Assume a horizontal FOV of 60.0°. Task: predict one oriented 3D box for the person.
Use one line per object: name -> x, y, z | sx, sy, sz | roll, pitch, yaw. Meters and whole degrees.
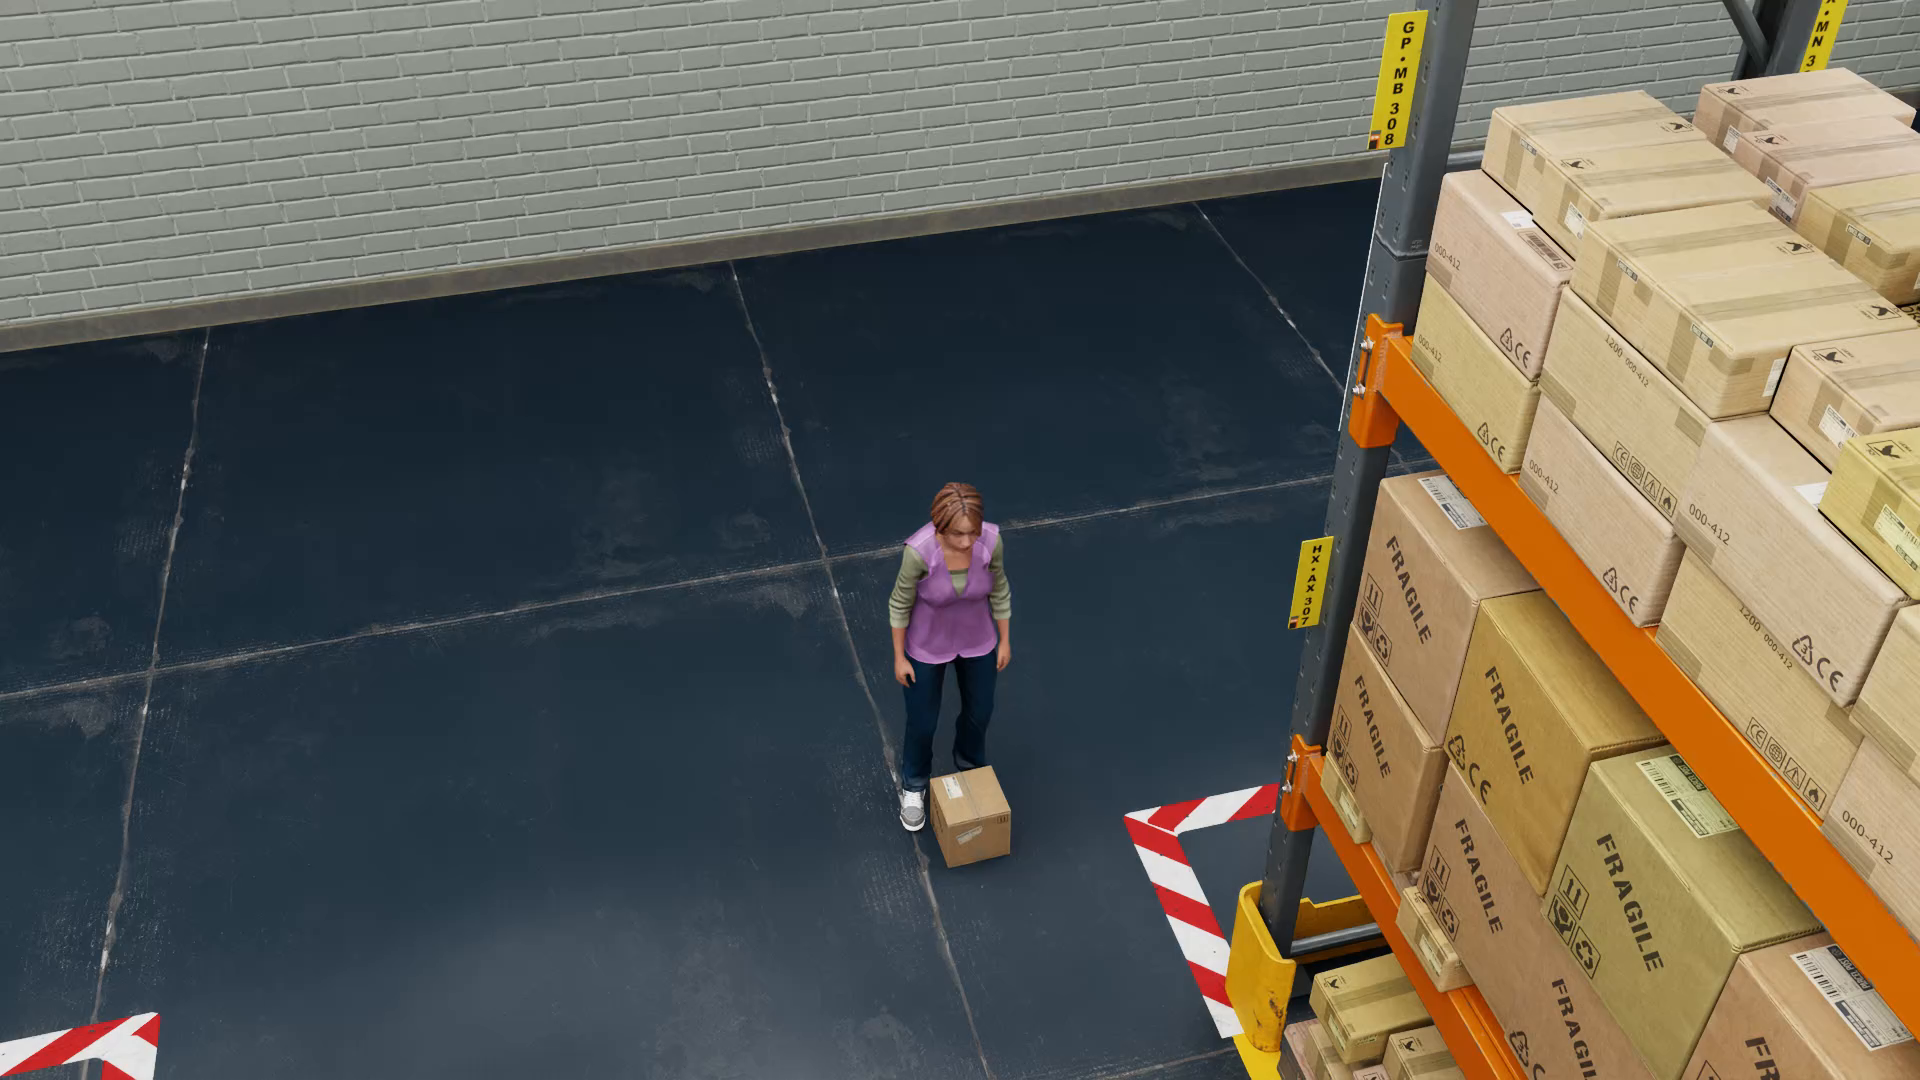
person -> -0.033, 0.409, 6.211 | 0.462, 1.593, 0.343 | -9, 40, -11
